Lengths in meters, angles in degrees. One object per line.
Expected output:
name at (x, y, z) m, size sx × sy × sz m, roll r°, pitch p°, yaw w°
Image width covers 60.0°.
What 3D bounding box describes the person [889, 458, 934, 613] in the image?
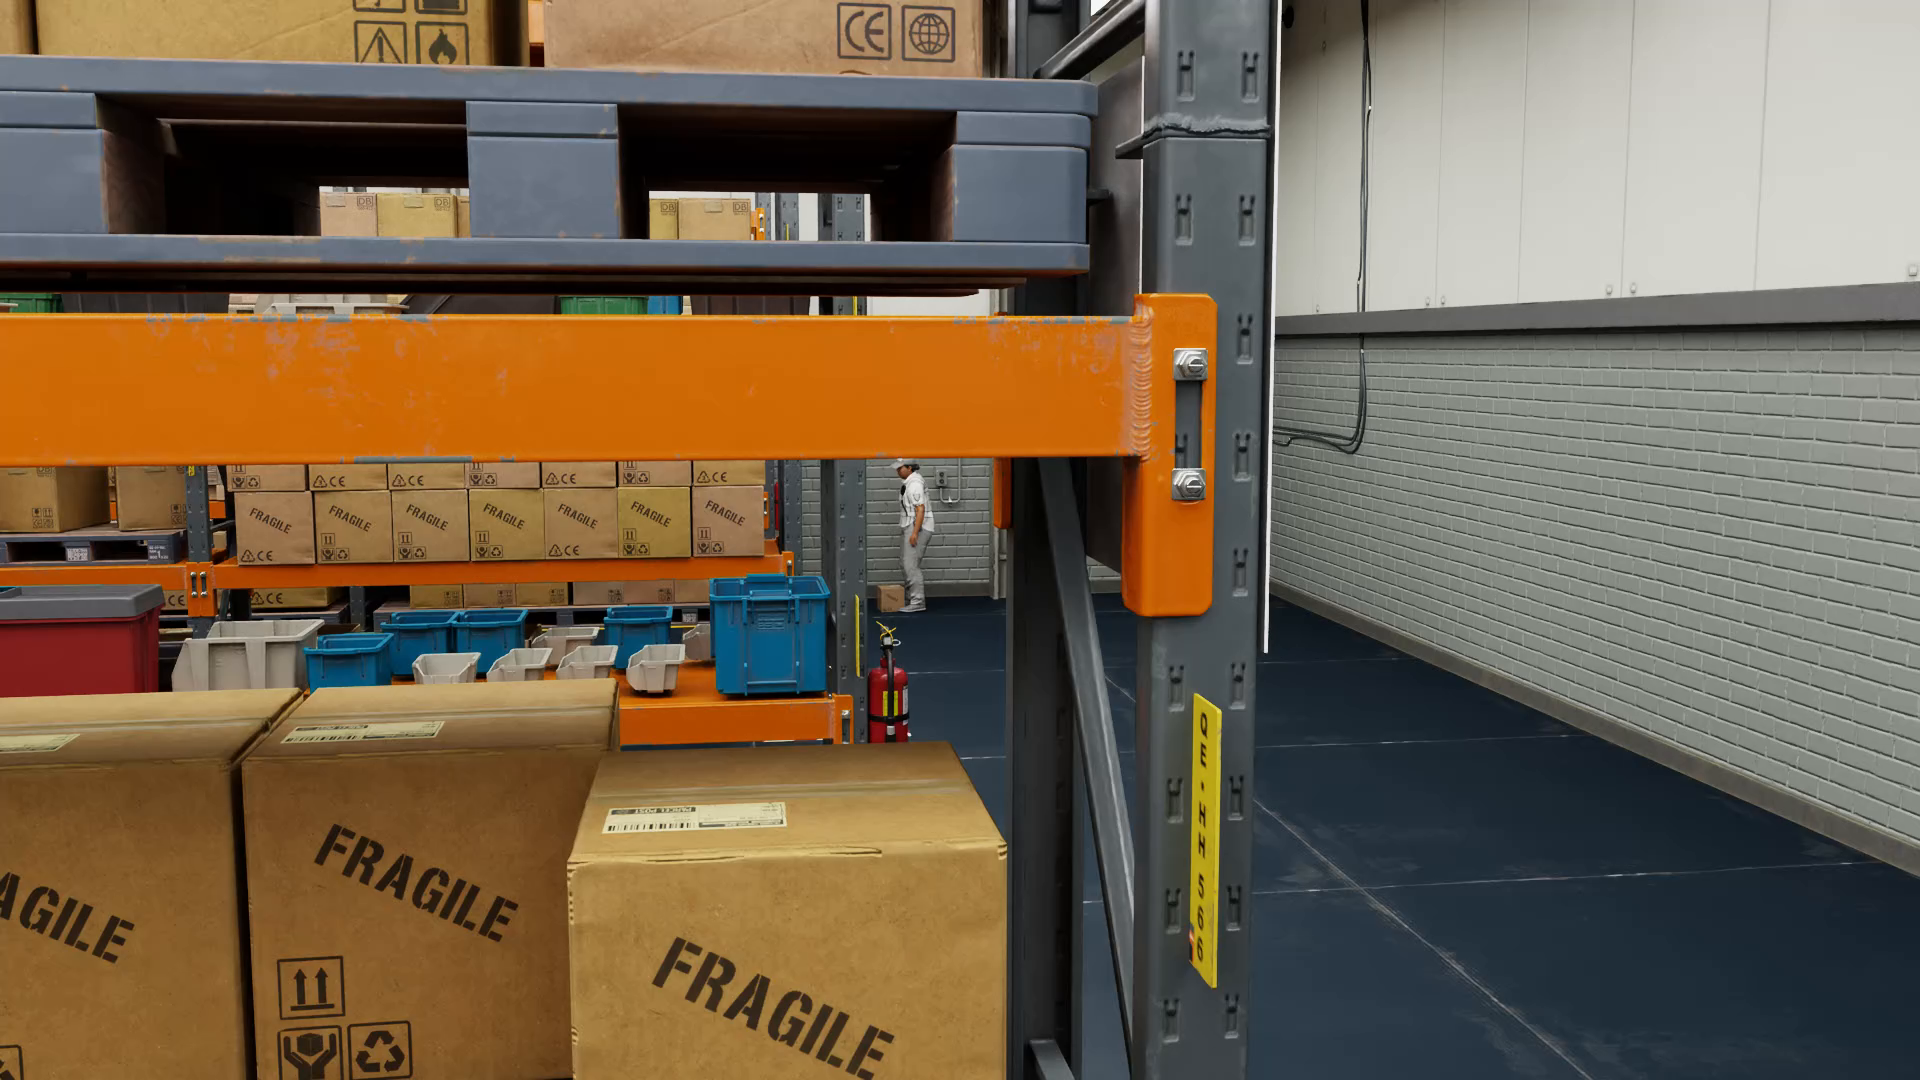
person at (-0.518, -0.086, 17.557) m, size 0.465 × 1.667 × 0.564 m, roll -1°, pitch 7°, yaw -12°
